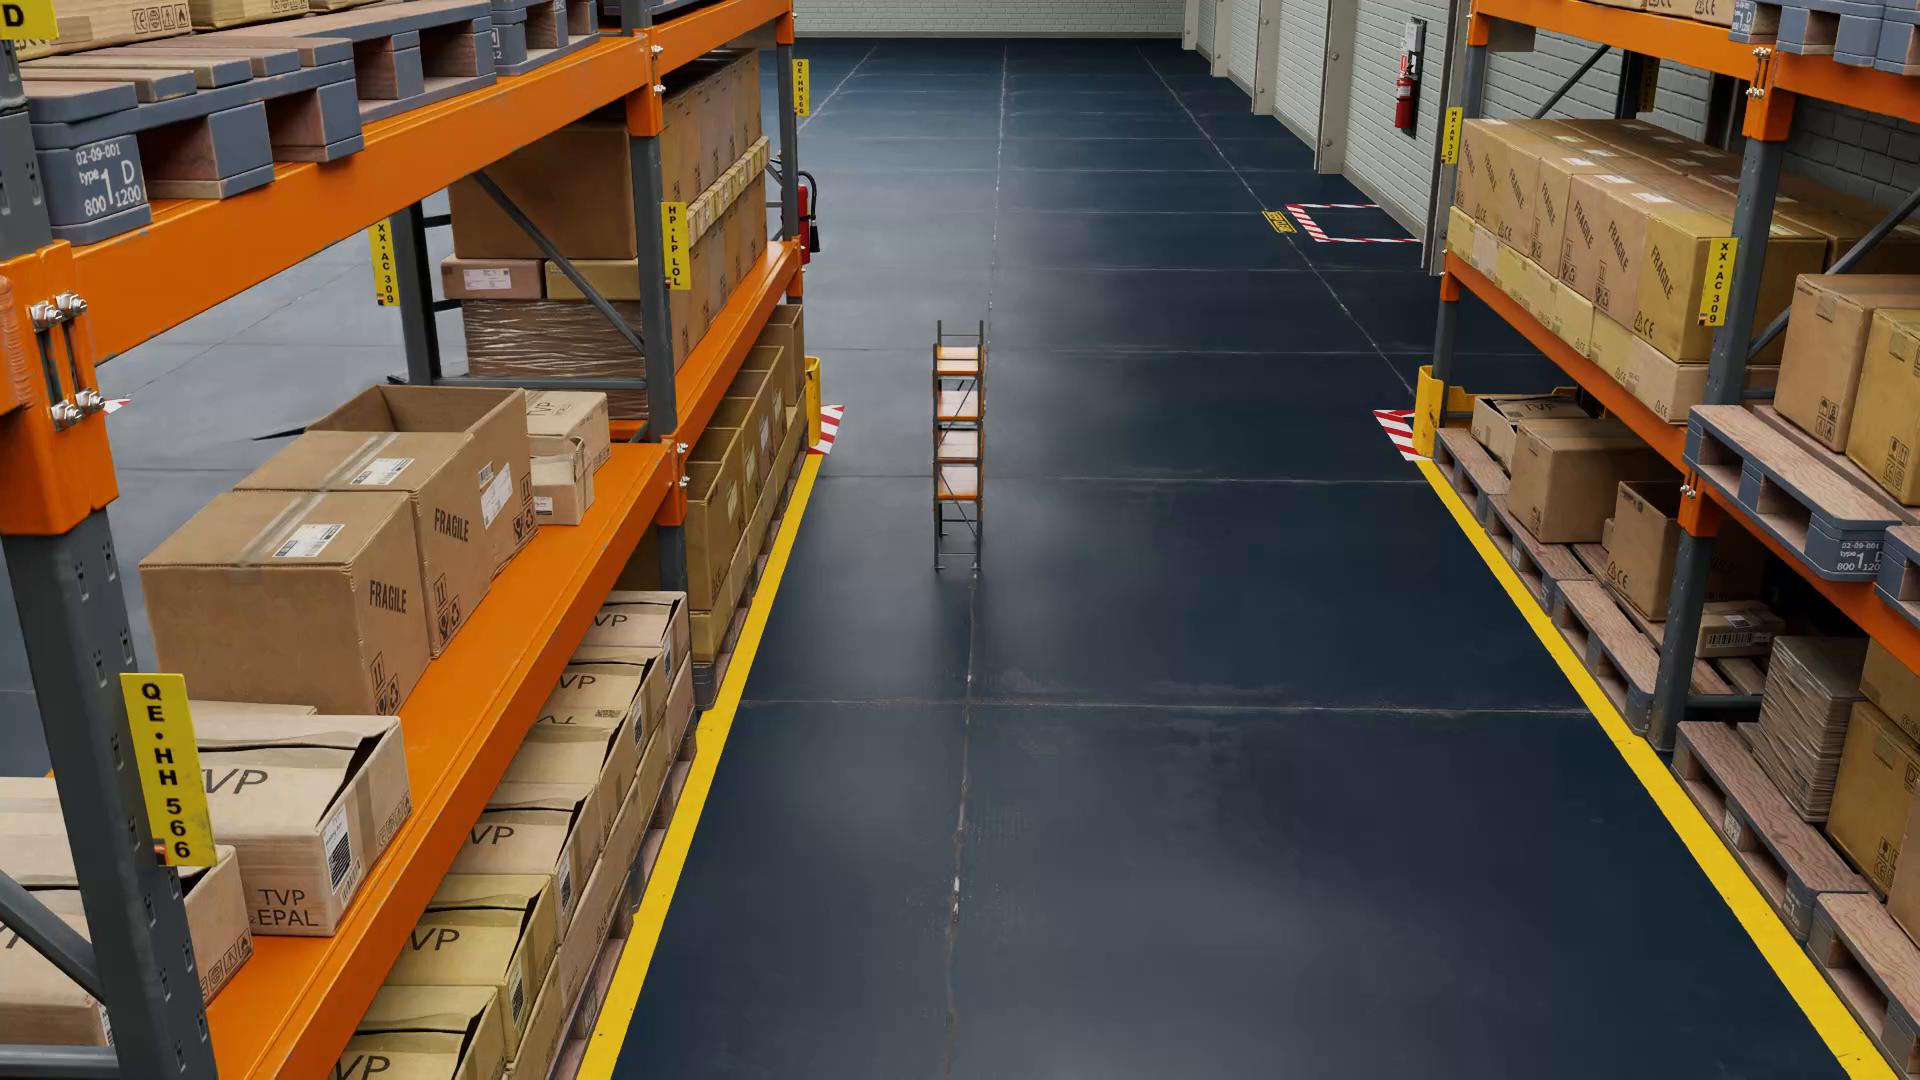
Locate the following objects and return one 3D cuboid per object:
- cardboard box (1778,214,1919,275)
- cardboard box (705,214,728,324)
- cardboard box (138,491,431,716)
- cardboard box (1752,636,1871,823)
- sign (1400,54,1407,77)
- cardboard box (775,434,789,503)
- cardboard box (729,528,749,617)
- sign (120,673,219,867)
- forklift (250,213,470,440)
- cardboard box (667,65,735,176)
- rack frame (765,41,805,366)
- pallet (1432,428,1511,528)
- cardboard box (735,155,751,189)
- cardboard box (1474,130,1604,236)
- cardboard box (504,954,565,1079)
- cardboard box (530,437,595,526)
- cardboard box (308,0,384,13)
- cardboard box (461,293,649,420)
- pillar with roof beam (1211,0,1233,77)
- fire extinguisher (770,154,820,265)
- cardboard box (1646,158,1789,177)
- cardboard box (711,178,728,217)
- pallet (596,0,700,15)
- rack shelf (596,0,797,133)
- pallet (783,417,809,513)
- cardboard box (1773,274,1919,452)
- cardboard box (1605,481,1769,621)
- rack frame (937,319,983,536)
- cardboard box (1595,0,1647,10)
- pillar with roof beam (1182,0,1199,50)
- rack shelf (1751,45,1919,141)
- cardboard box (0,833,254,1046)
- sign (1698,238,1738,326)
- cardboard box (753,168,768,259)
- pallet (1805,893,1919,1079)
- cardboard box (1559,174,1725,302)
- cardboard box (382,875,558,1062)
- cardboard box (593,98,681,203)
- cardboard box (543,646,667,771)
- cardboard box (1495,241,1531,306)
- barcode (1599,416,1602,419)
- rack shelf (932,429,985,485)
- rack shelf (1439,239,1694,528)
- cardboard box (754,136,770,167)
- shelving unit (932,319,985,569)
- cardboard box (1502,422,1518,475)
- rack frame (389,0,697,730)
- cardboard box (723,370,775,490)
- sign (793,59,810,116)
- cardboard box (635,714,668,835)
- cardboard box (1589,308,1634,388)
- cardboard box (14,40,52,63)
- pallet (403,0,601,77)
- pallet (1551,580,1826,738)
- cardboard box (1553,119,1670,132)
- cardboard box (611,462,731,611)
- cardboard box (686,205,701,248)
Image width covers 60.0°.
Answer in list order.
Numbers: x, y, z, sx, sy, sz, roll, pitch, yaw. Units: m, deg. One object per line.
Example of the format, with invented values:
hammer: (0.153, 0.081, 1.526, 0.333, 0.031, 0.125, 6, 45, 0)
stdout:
cardboard box: (3.566, -1.001, 6.606, 0.500, 0.500, 0.500, 0, 21, 0)
cardboard box: (-1.558, -1.362, 8.255, 0.700, 0.500, 0.500, 1, 21, 3)
cardboard box: (-1.695, 0.195, 4.241, 0.500, 0.500, 0.500, 0, 21, -1)
cardboard box: (3.337, 0.682, 5.972, 0.700, 0.500, 0.500, 1, 21, 3)
sign: (4.724, -5.006, 17.735, 0.001, 0.329, 0.234, 1, 21, 2)
cardboard box: (-1.224, -0.399, 9.131, 0.500, 0.250, 0.500, 1, 21, 2)
cardboard box: (-1.271, 0.143, 7.733, 0.500, 0.250, 0.500, 1, 21, 2)
sign: (-1.187, 0.348, 2.494, 0.100, 0.325, 0.005, 1, 21, 2)
forklift: (-3.009, -2.100, 10.389, 1.130, 2.935, 3.031, 18, 28, 39)
cardboard box: (-1.541, -2.135, 8.453, 0.700, 0.500, 0.500, 1, 21, 2)
rack frame: (-1.487, -2.044, 10.150, 1.000, 3.000, 0.127, 1, 21, 2)
pallet: (3.402, -0.370, 9.691, 1.003, 0.211, 1.213, 1, 21, 2)
cardboard box: (-1.332, -1.975, 8.937, 0.380, 0.149, 0.250, 1, 21, 2)
cardboard box: (3.125, -1.932, 9.004, 0.500, 0.500, 0.500, 1, 21, 2)
cardboard box: (-1.396, 1.379, 4.549, 0.500, 0.250, 0.500, 0, 21, 0)
cardboard box: (-1.452, -0.215, 5.623, 0.396, 0.266, 0.258, 0, 21, 0)
cardboard box: (-1.728, -1.431, 4.051, 0.500, 0.250, 0.500, -1, 21, -3)
cardboard box: (-1.601, -0.805, 6.818, 0.700, 0.500, 0.500, 0, 21, 0)
pillar with roof beam: (0.735, -13.250, 30.738, 9.100, 9.000, 0.400, 1, 21, 2)
fire extinguisher: (-1.019, -2.046, 10.261, 0.296, 0.674, 0.183, 1, 21, 2)
cardboard box: (3.611, -1.556, 8.036, 0.500, 0.500, 0.500, 1, 21, 2)
cardboard box: (-1.353, -1.692, 8.208, 0.380, 0.149, 0.250, 0, 21, 1)
pallet: (-1.608, -2.264, 6.692, 1.003, 0.211, 1.213, 1, 21, 2)
rack shelf: (-1.548, -2.384, 7.874, 1.077, 0.370, 4.000, 1, 21, 2)
pallet: (-1.468, -0.467, 9.941, 1.003, 0.211, 1.213, 1, 21, 2)
cardboard box: (3.293, -0.613, 5.715, 0.700, 0.500, 0.500, 1, 21, 2)
cardboard box: (3.335, 0.040, 7.627, 0.500, 0.500, 0.500, -1, 21, -2)
rack frame: (0.002, -0.588, 8.885, 0.240, 1.200, 0.015, 1, 21, 2)
cardboard box: (3.118, -2.568, 7.187, 0.500, 0.500, 0.500, 0, 21, 0)
pillar with roof beam: (0.917, -15.419, 36.329, 9.100, 9.000, 0.400, 1, 21, 2)
rack shelf: (3.282, -0.884, 4.010, 1.077, 0.370, 4.000, 1, 21, 2)
cardboard box: (-1.675, 0.759, 3.049, 0.500, 0.311, 0.500, 2, 21, 5)
sign: (2.800, -0.951, 6.137, 0.100, 0.325, 0.005, 1, 21, 2)
cardboard box: (-1.514, -1.922, 9.697, 0.700, 0.500, 0.500, 1, 21, 2)
pallet: (3.286, 1.479, 4.925, 1.003, 0.211, 1.213, 1, 21, 2)
cardboard box: (3.084, -1.370, 7.557, 0.500, 0.500, 0.500, 0, 21, 0)
cardboard box: (-1.395, 1.113, 4.460, 0.500, 0.311, 0.500, 0, 21, 0)
cardboard box: (-1.587, -1.592, 7.055, 0.700, 0.500, 0.500, 1, 21, 1)
cardboard box: (-1.344, 0.565, 5.872, 0.500, 0.311, 0.500, 1, 21, 3)
cardboard box: (3.109, -1.385, 8.632, 0.500, 0.250, 0.500, 0, 21, 1)
barcode: (3.753, -0.687, 9.748, 0.001, 0.075, 0.075, 1, 21, 2)
rack shelf: (-0.005, -0.437, 8.682, 0.258, 0.148, 0.480, 1, 21, 2)
rack shelf: (3.404, -0.932, 8.280, 1.077, 0.370, 4.000, 1, 21, 2)
cardboard box: (-1.308, -2.253, 9.653, 0.380, 0.149, 0.250, 0, 21, 1)
shelving unit: (-0.005, -0.500, 8.658, 0.258, 1.200, 0.503, 1, 21, 2)
cardboard box: (3.336, -0.487, 9.246, 0.500, 0.311, 0.500, 2, 21, 6)
rack frame: (-1.609, -0.598, 6.423, 1.000, 3.000, 0.127, 1, 21, 2)
cardboard box: (-1.238, -0.568, 8.530, 0.500, 0.500, 0.500, 1, 21, 2)
sign: (-0.945, -2.683, 9.869, 0.100, 0.325, 0.005, 1, 21, 2)
cardboard box: (-1.349, 0.824, 5.978, 0.500, 0.250, 0.500, 0, 21, 1)
cardboard box: (3.078, -0.839, 7.223, 0.500, 0.250, 0.500, 1, 21, 2)
cardboard box: (-1.773, -0.840, 2.528, 0.500, 0.250, 0.500, -1, 21, -2)
pallet: (-1.622, -1.588, 5.092, 0.805, 0.209, 1.217, 0, 21, -1)
pallet: (3.328, 0.512, 7.417, 1.003, 0.211, 1.213, 1, 21, 2)
cardboard box: (3.663, -2.107, 9.456, 0.500, 0.500, 0.500, 0, 21, 1)
cardboard box: (-1.281, -0.025, 7.132, 0.500, 0.500, 0.500, 1, 21, 2)
cardboard box: (-1.377, -1.411, 7.484, 0.380, 0.149, 0.250, 0, 21, 0)
